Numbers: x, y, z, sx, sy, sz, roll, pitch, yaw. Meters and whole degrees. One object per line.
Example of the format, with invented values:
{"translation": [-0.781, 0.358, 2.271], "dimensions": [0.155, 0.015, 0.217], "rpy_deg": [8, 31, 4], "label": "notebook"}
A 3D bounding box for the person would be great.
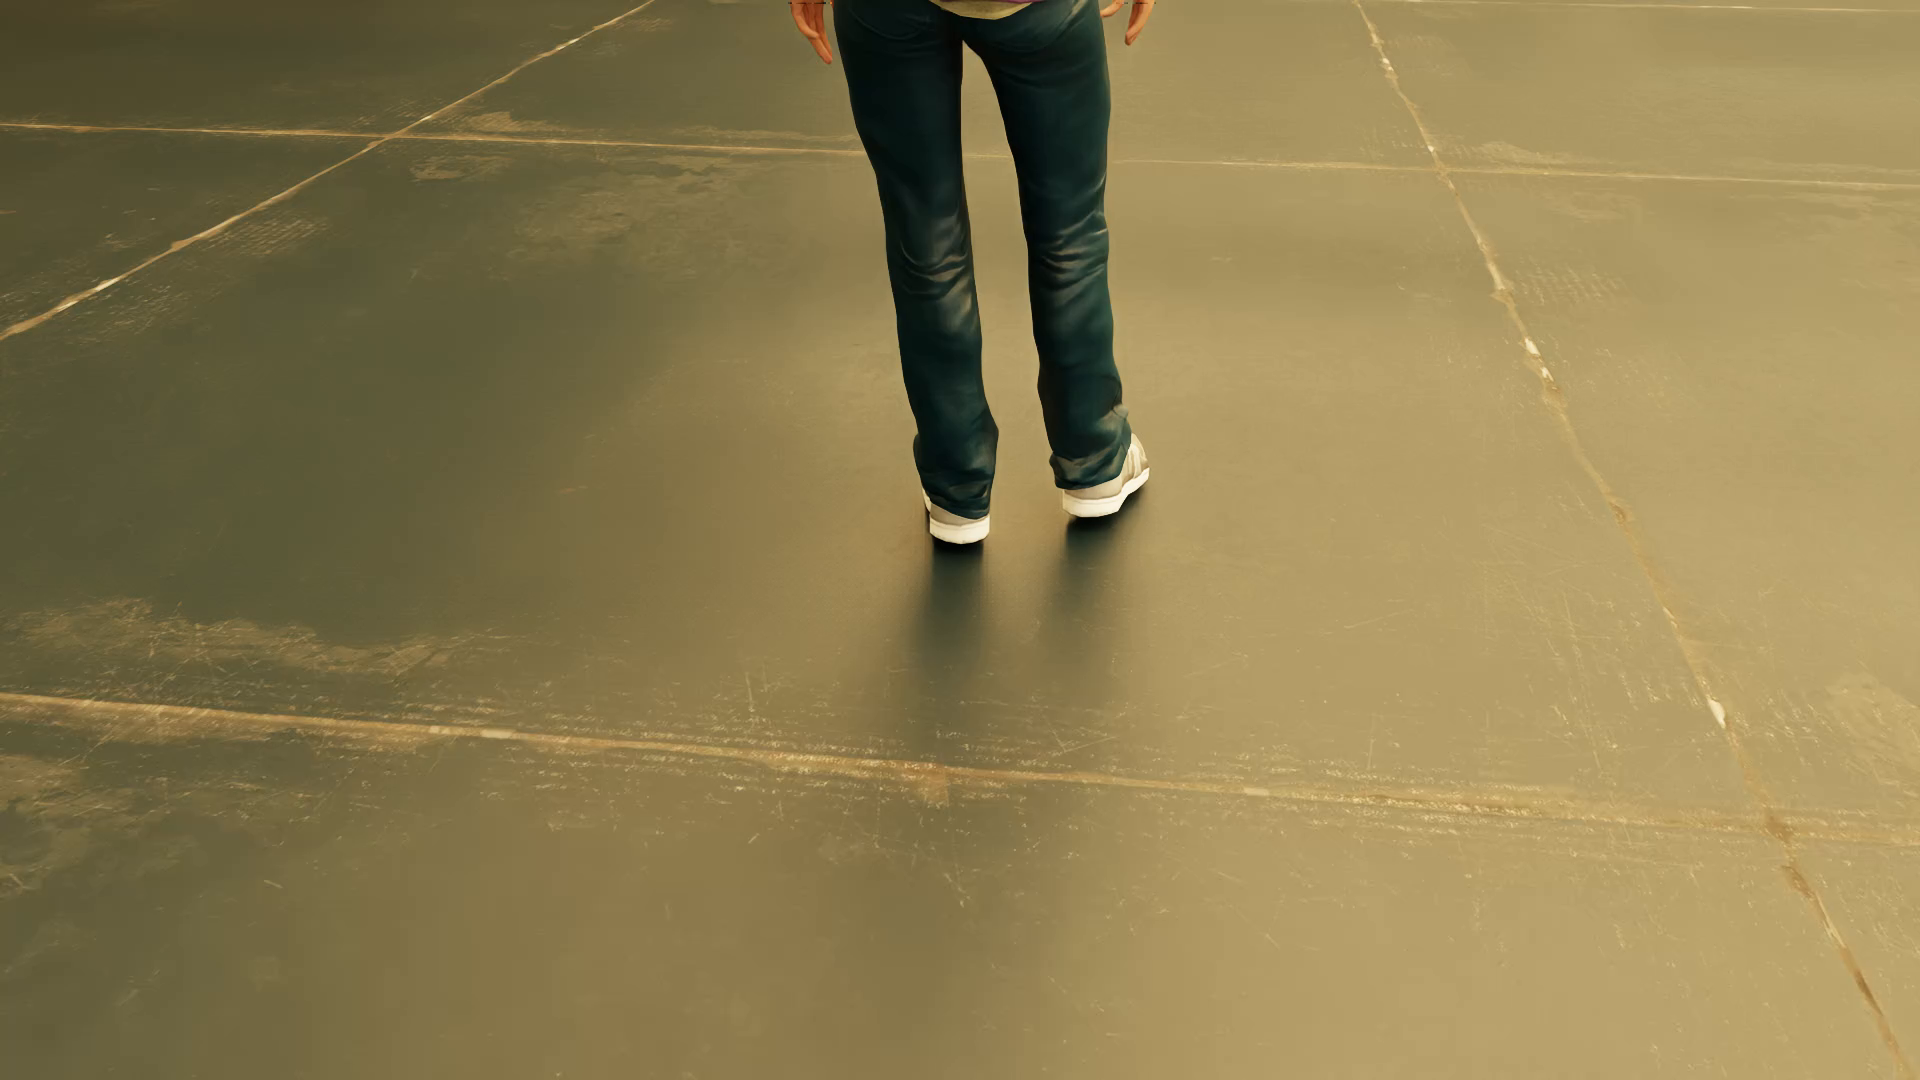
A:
{"translation": [0.023, -0.753, 2.205], "dimensions": [0.521, 1.599, 0.473], "rpy_deg": [3, 27, 7], "label": "person"}
